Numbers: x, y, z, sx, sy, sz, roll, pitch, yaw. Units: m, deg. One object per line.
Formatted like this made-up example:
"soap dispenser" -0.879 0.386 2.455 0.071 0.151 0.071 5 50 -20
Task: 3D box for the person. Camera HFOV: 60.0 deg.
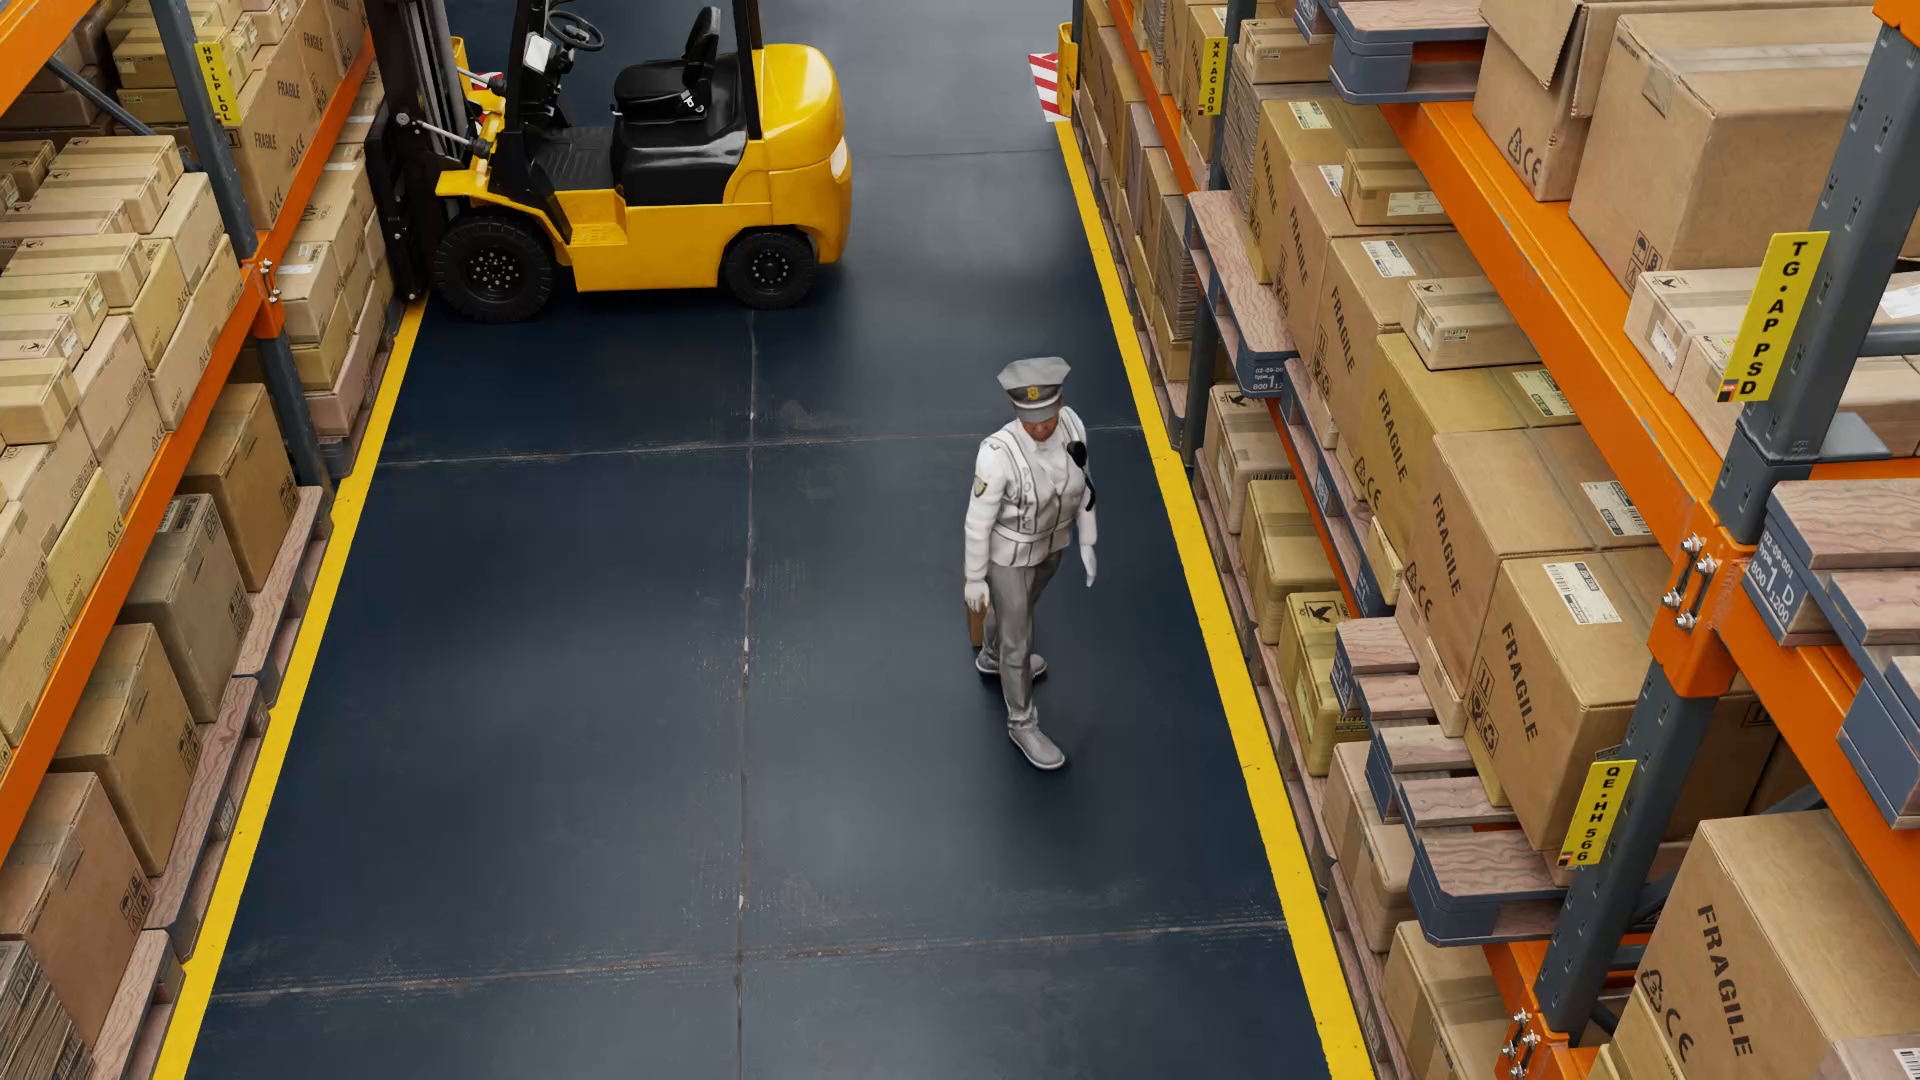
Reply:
"person" 0.252 0.048 6.062 0.530 1.649 0.640 -31 49 -32
